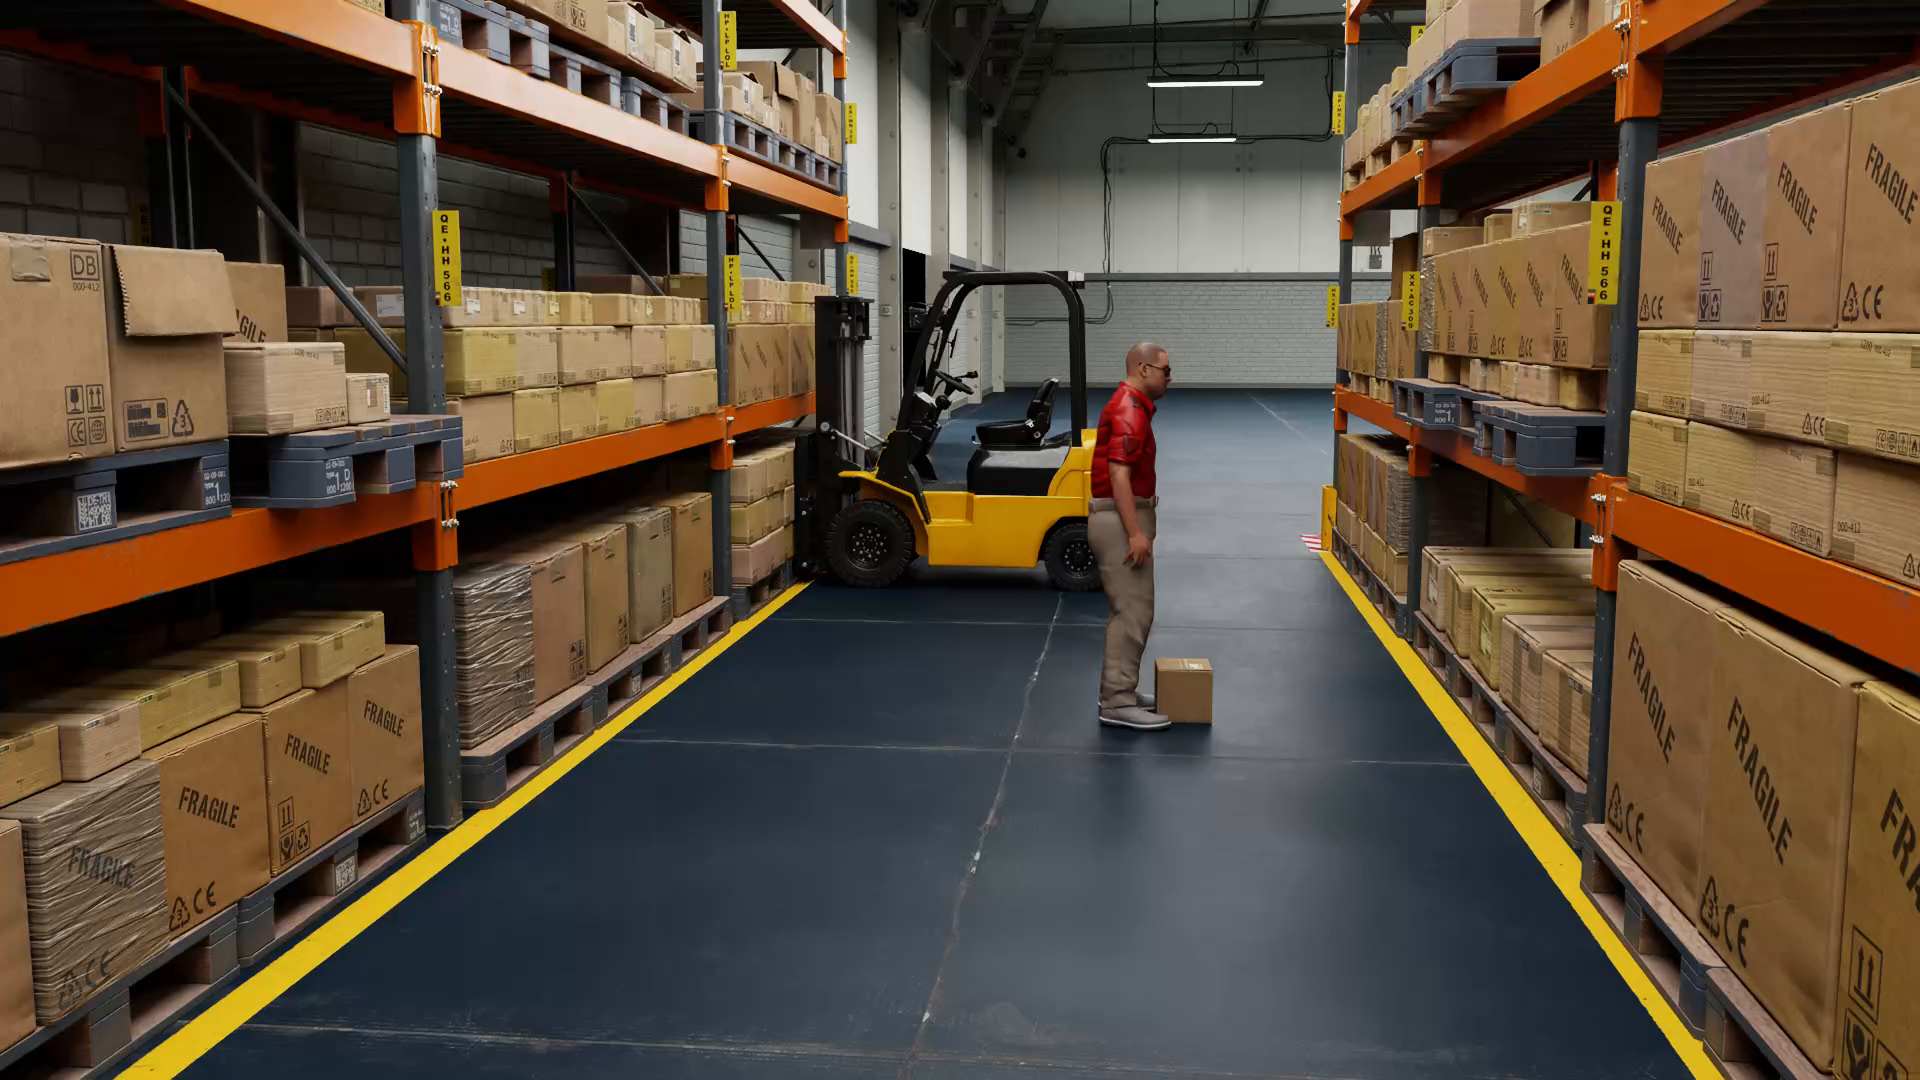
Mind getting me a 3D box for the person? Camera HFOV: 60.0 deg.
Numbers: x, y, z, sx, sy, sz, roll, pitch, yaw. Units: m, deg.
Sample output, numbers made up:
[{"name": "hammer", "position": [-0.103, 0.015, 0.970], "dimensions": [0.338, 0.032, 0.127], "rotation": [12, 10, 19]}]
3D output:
[{"name": "person", "position": [0.781, -0.038, 7.628], "dimensions": [0.389, 1.726, 0.587], "rotation": [1, 8, 6]}]
